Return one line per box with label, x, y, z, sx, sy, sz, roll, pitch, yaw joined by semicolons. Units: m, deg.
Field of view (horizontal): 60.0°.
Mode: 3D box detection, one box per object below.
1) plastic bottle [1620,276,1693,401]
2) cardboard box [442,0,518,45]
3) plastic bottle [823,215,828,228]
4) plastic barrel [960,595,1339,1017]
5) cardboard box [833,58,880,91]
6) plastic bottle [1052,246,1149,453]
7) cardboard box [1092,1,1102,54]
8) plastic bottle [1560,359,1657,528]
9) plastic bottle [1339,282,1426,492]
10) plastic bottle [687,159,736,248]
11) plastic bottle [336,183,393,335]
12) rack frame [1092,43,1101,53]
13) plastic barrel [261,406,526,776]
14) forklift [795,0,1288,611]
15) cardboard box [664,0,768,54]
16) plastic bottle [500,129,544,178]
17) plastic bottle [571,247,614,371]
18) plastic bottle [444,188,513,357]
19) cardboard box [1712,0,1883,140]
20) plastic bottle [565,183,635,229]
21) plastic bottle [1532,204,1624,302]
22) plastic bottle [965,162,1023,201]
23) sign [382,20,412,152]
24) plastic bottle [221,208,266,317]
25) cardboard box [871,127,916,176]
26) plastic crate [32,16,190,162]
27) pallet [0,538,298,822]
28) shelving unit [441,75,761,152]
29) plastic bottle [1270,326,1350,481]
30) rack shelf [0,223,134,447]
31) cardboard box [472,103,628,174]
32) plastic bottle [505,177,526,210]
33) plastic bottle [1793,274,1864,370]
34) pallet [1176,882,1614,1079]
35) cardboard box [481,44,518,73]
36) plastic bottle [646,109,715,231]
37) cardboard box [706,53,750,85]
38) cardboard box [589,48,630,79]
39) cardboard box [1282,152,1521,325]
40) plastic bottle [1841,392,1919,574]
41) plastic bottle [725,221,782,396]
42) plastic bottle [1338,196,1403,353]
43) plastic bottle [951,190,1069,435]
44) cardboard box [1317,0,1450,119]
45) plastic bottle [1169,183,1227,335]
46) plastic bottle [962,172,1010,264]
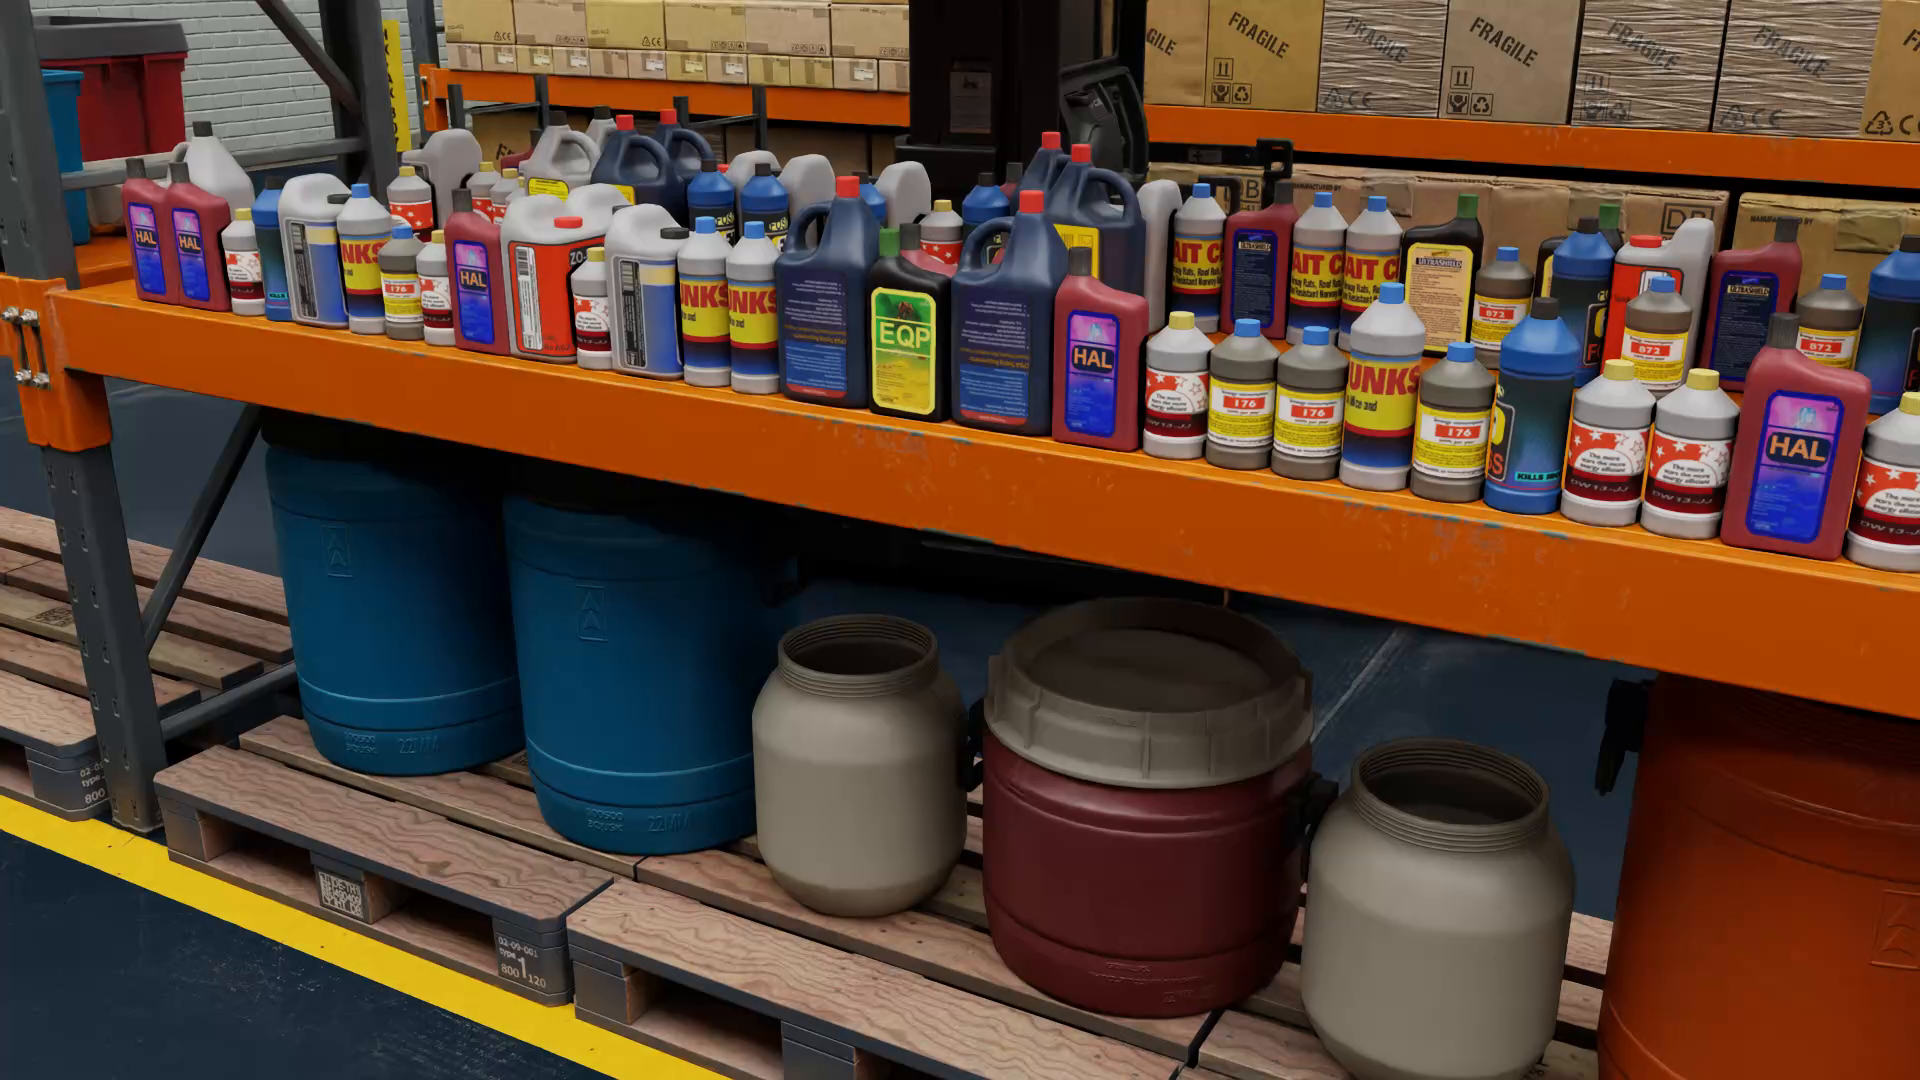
plastic bottle;1.093;-0.312;2.617;0.097;0.201;0.097;0;20;0
cardboard box;-2.520;-2.914;9.284;0.500;0.250;0.500;10;22;26
plastic bottle;-0.237;-0.625;3.480;0.097;0.201;0.097;0;20;0
plastic barrel;0.340;0.472;3.086;0.708;0.588;0.600;11;23;27
cardboard box;-0.414;-2.303;8.185;0.250;0.149;0.380;11;23;28
plastic bottle;0.203;-0.276;2.398;0.133;0.283;0.061;11;23;27
cardboard box;0.403;-2.565;8.322;0.500;0.250;0.500;10;22;26
plastic bottle;0.822;-0.126;2.106;0.097;0.201;0.097;0;20;0
plastic bottle;0.567;-0.208;2.228;0.097;0.271;0.097;0;20;0
plastic bottle;-0.514;-0.651;3.449;0.097;0.271;0.097;0;20;0
plastic bottle;-1.105;-0.526;3.106;0.097;0.271;0.097;0;20;0
rack frame;0.685;-2.340;7.917;0.127;3.000;1.000;11;23;27
plastic barrel;-1.264;0.019;3.875;0.708;0.901;0.600;11;23;27
forklift;0.657;-1.329;5.230;3.031;2.935;1.130;6;21;15
cardboard box;-1.167;-2.660;8.583;0.500;0.250;0.500;10;22;26
plastic bottle;-1.004;-0.817;3.888;0.133;0.283;0.061;11;23;27
plastic bottle;-0.616;-0.400;2.861;0.097;0.201;0.097;0;20;0
plastic bottle;-0.843;-0.475;2.947;0.133;0.283;0.061;11;23;27
cardboard box;3.193;-1.815;6.323;0.500;0.500;0.500;11;22;27
plastic bottle;-0.629;-0.508;3.049;0.135;0.276;0.152;11;23;27
plastic bottle;1.043;-0.426;2.813;0.133;0.283;0.061;11;23;27
plastic bottle;0.075;-0.611;3.322;0.133;0.283;0.061;11;23;27
sign;-1.460;-1.159;4.256;0.005;0.325;0.100;11;23;27
plastic bottle;-1.392;-0.548;3.269;0.097;0.201;0.097;0;20;0
cardboard box;0.148;-1.672;8.576;0.875;0.875;0.875;11;23;27
plastic crate;-2.387;-1.147;4.446;0.583;0.464;0.402;11;23;27
pallet;-2.391;0.335;4.633;1.213;0.211;1.003;11;23;27
shelving unit;-1.299;-0.930;6.230;1.048;1.500;0.538;11;23;28
plastic bottle;0.482;-0.191;2.285;0.097;0.201;0.097;0;20;0
rack shelf;-3.476;-0.860;4.892;4.000;0.370;1.077;11;23;27
cardboard box;-2.209;-2.121;9.814;0.875;0.875;0.875;11;23;27
plastic bottle;-0.954;-0.702;3.692;0.097;0.201;0.097;0;20;0
plastic bottle;1.369;-0.319;2.636;0.097;0.201;0.097;0;20;0
pallet;1.053;0.992;2.821;1.213;0.211;1.003;11;23;27
cardboard box;-2.433;-2.688;9.244;0.250;0.149;0.380;10;22;27
plastic bottle;-0.607;-0.756;3.623;0.185;0.351;0.144;11;23;27
cardboard box;-1.085;-2.431;8.537;0.250;0.149;0.380;11;23;28
cardboard box;-1.760;-2.560;8.891;0.250;0.149;0.380;10;22;26
cardboard box;2.034;-1.290;7.522;0.875;0.875;1.225;10;22;25
plastic bottle;1.109;-0.072;1.956;0.097;0.201;0.097;0;20;0
plastic bottle;-0.328;-0.378;2.698;0.097;0.271;0.097;0;20;0
plastic bottle;0.732;-0.473;2.959;0.097;0.271;0.097;0;20;0
plastic bottle;0.084;-0.346;2.493;0.185;0.351;0.144;11;23;27
cardboard box;1.841;-2.069;7.025;0.500;0.500;0.500;10;22;26
plastic bottle;0.446;-0.528;3.109;0.097;0.271;0.097;0;20;0
plastic bottle;0.052;-0.579;3.250;0.097;0.271;0.097;0;20;0
